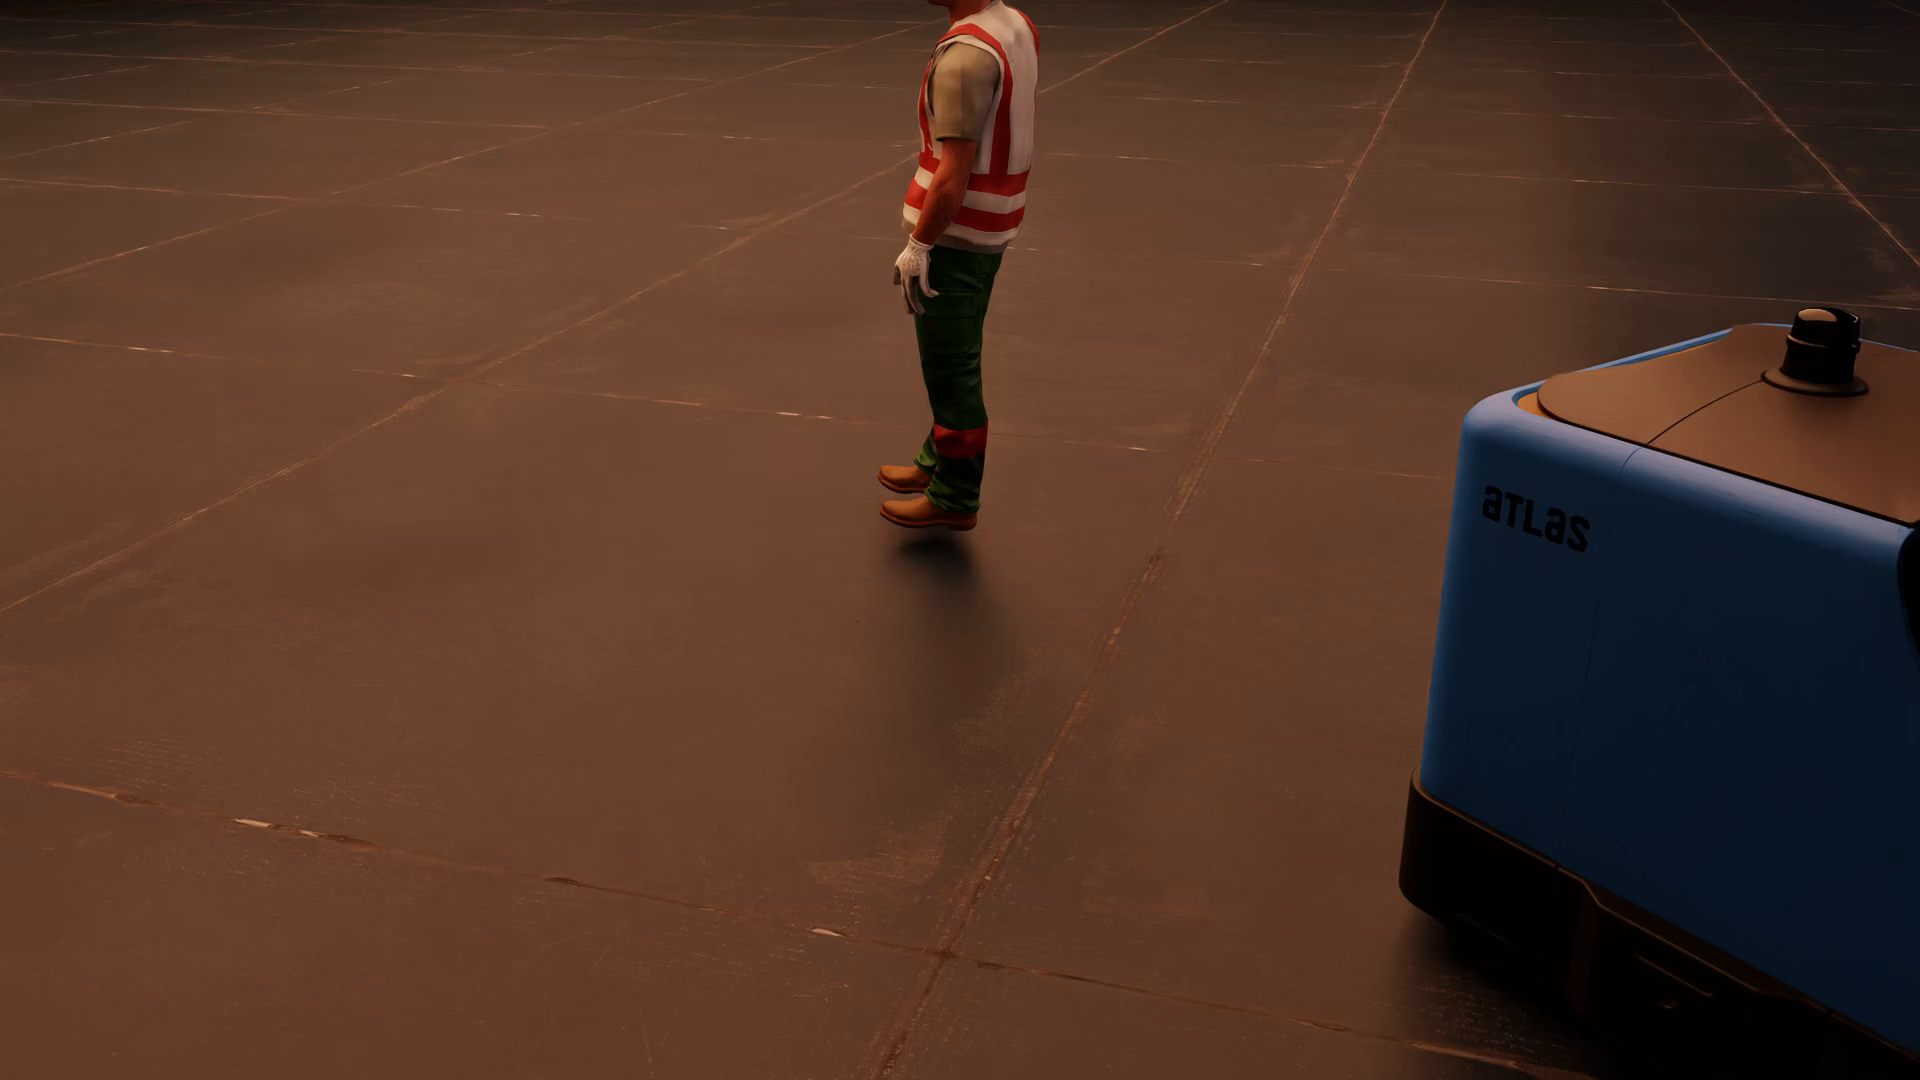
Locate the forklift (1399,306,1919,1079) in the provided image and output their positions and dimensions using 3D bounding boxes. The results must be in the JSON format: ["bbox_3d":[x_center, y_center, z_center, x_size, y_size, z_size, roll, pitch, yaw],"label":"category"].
[{"bbox_3d":[2.136,-0.259,1.908,1.130,2.935,3.031,-15,27,-33],"label":"forklift"}]

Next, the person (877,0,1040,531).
[{"bbox_3d":[-0.073,-0.884,4.794,0.564,1.786,0.638,7,23,16],"label":"person"}]
